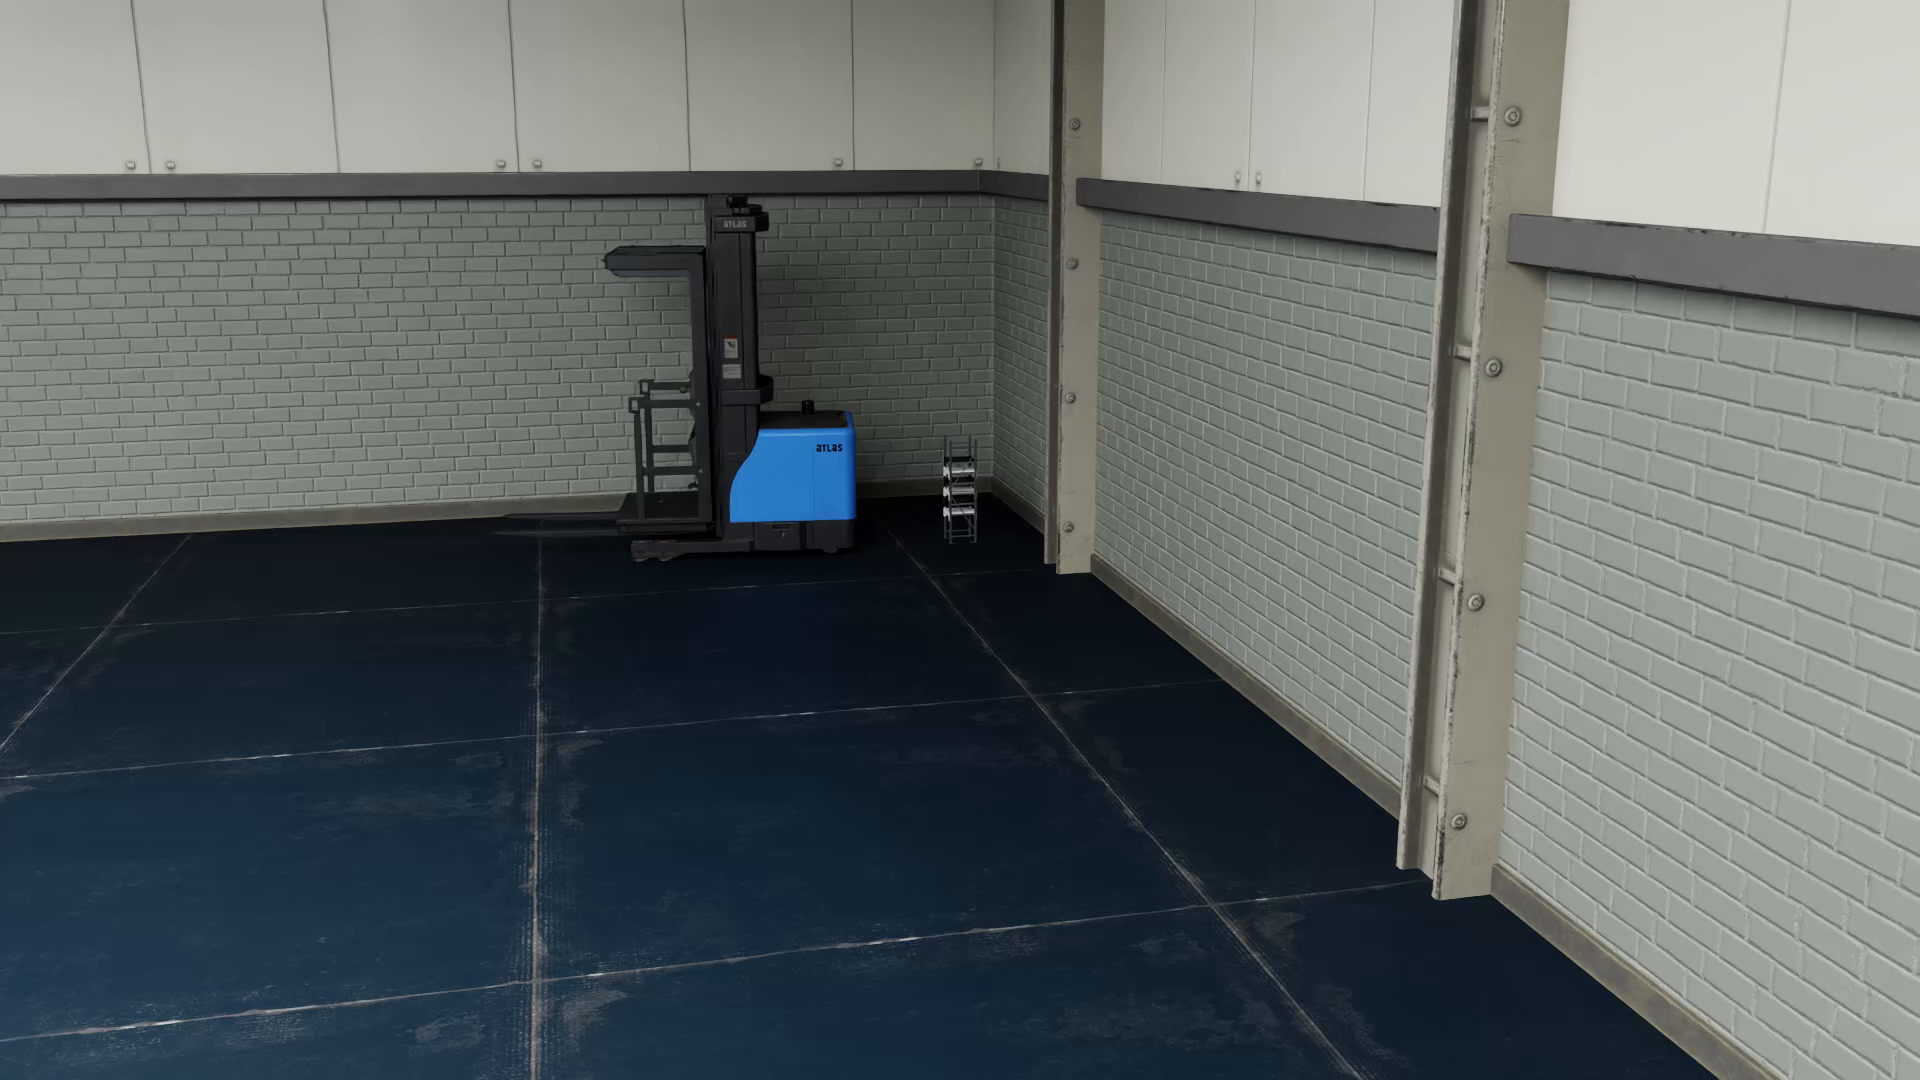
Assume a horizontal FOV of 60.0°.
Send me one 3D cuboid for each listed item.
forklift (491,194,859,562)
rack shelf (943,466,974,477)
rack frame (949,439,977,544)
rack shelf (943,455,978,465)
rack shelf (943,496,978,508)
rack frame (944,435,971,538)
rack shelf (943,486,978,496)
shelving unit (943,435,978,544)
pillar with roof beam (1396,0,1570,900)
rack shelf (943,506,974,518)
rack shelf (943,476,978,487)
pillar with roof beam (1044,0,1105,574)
[{"bbox_3d":[-2.398,-1.378,13.890,3.031,2.935,1.130,-1,14,-6],"label":"forklift"},{"bbox_3d":[0.002,-0.578,14.278,0.258,0.077,0.200,-3,14,-13],"label":"rack shelf"},{"bbox_3d":[0.026,-0.412,14.217,0.240,0.900,0.006,-3,14,-13],"label":"rack frame"},{"bbox_3d":[0.002,-0.665,14.256,0.258,0.077,0.200,-3,14,-13],"label":"rack shelf"},{"bbox_3d":[0.002,-0.315,14.342,0.258,0.077,0.200,-3,14,-13],"label":"rack shelf"},{"bbox_3d":[-0.022,-0.459,14.409,0.240,0.900,0.006,-3,14,-13],"label":"rack frame"},{"bbox_3d":[0.002,-0.403,14.321,0.258,0.077,0.200,-3,14,-13],"label":"rack shelf"},{"bbox_3d":[0.002,-0.435,14.313,0.258,0.900,0.210,-3,14,-13],"label":"shelving unit"},{"bbox_3d":[-1.888,-2.529,5.816,9.100,9.000,0.400,-3,14,-13],"label":"pillar with roof beam"},{"bbox_3d":[0.002,-0.228,14.363,0.258,0.077,0.200,-3,14,-13],"label":"rack shelf"},{"bbox_3d":[0.002,-0.490,14.299,0.258,0.077,0.200,-3,14,-13],"label":"rack shelf"},{"bbox_3d":[-3.297,-3.913,11.482,9.100,9.000,0.400,-3,14,-13],"label":"pillar with roof beam"}]
